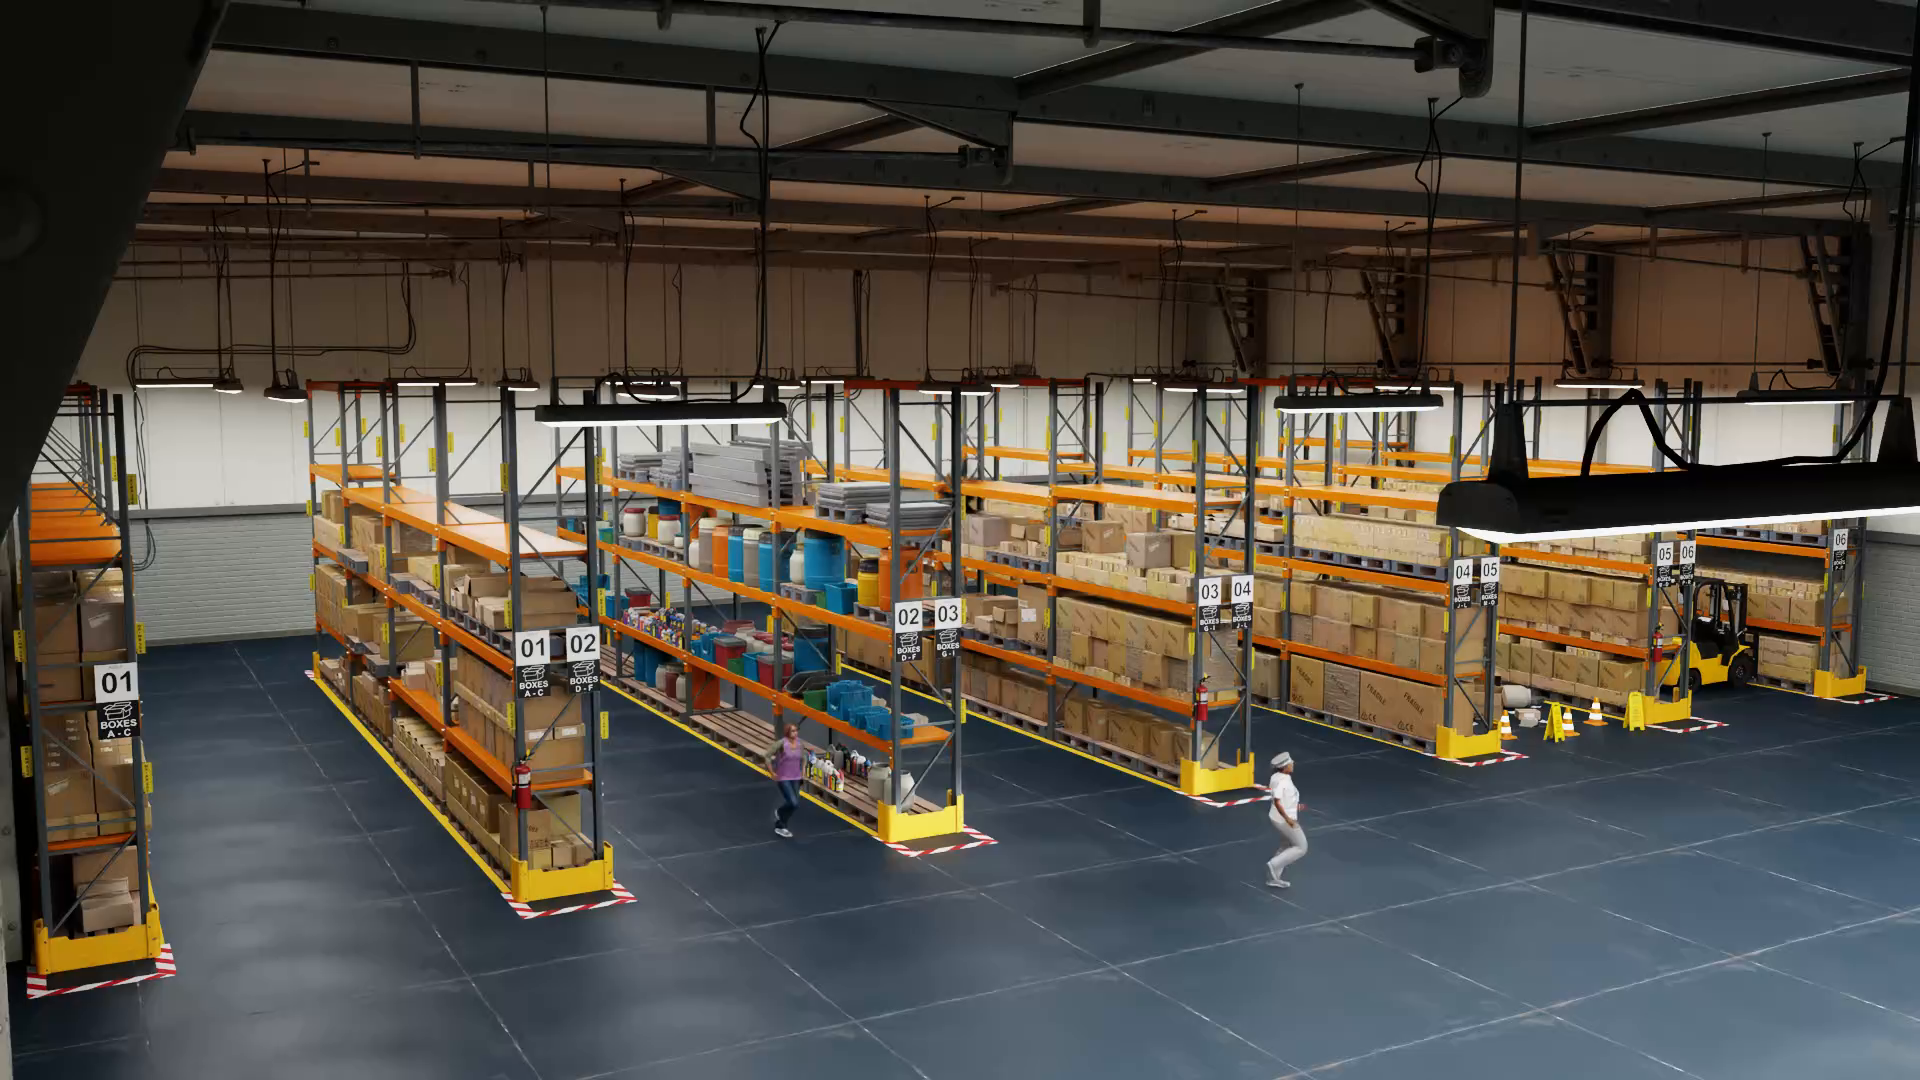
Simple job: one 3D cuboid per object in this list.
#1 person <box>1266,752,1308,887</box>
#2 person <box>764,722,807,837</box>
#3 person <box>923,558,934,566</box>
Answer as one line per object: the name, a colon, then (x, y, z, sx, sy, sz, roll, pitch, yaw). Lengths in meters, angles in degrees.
person: (3.956, 3.378, 20.079, 0.550, 1.661, 0.568, -1, 6, -8)
person: (-2.266, 3.199, 22.139, 0.585, 1.559, 0.500, -5, 8, -40)
person: (-0.760, 1.192, 40.061, 0.769, 1.810, 0.879, 0, 6, -3)
